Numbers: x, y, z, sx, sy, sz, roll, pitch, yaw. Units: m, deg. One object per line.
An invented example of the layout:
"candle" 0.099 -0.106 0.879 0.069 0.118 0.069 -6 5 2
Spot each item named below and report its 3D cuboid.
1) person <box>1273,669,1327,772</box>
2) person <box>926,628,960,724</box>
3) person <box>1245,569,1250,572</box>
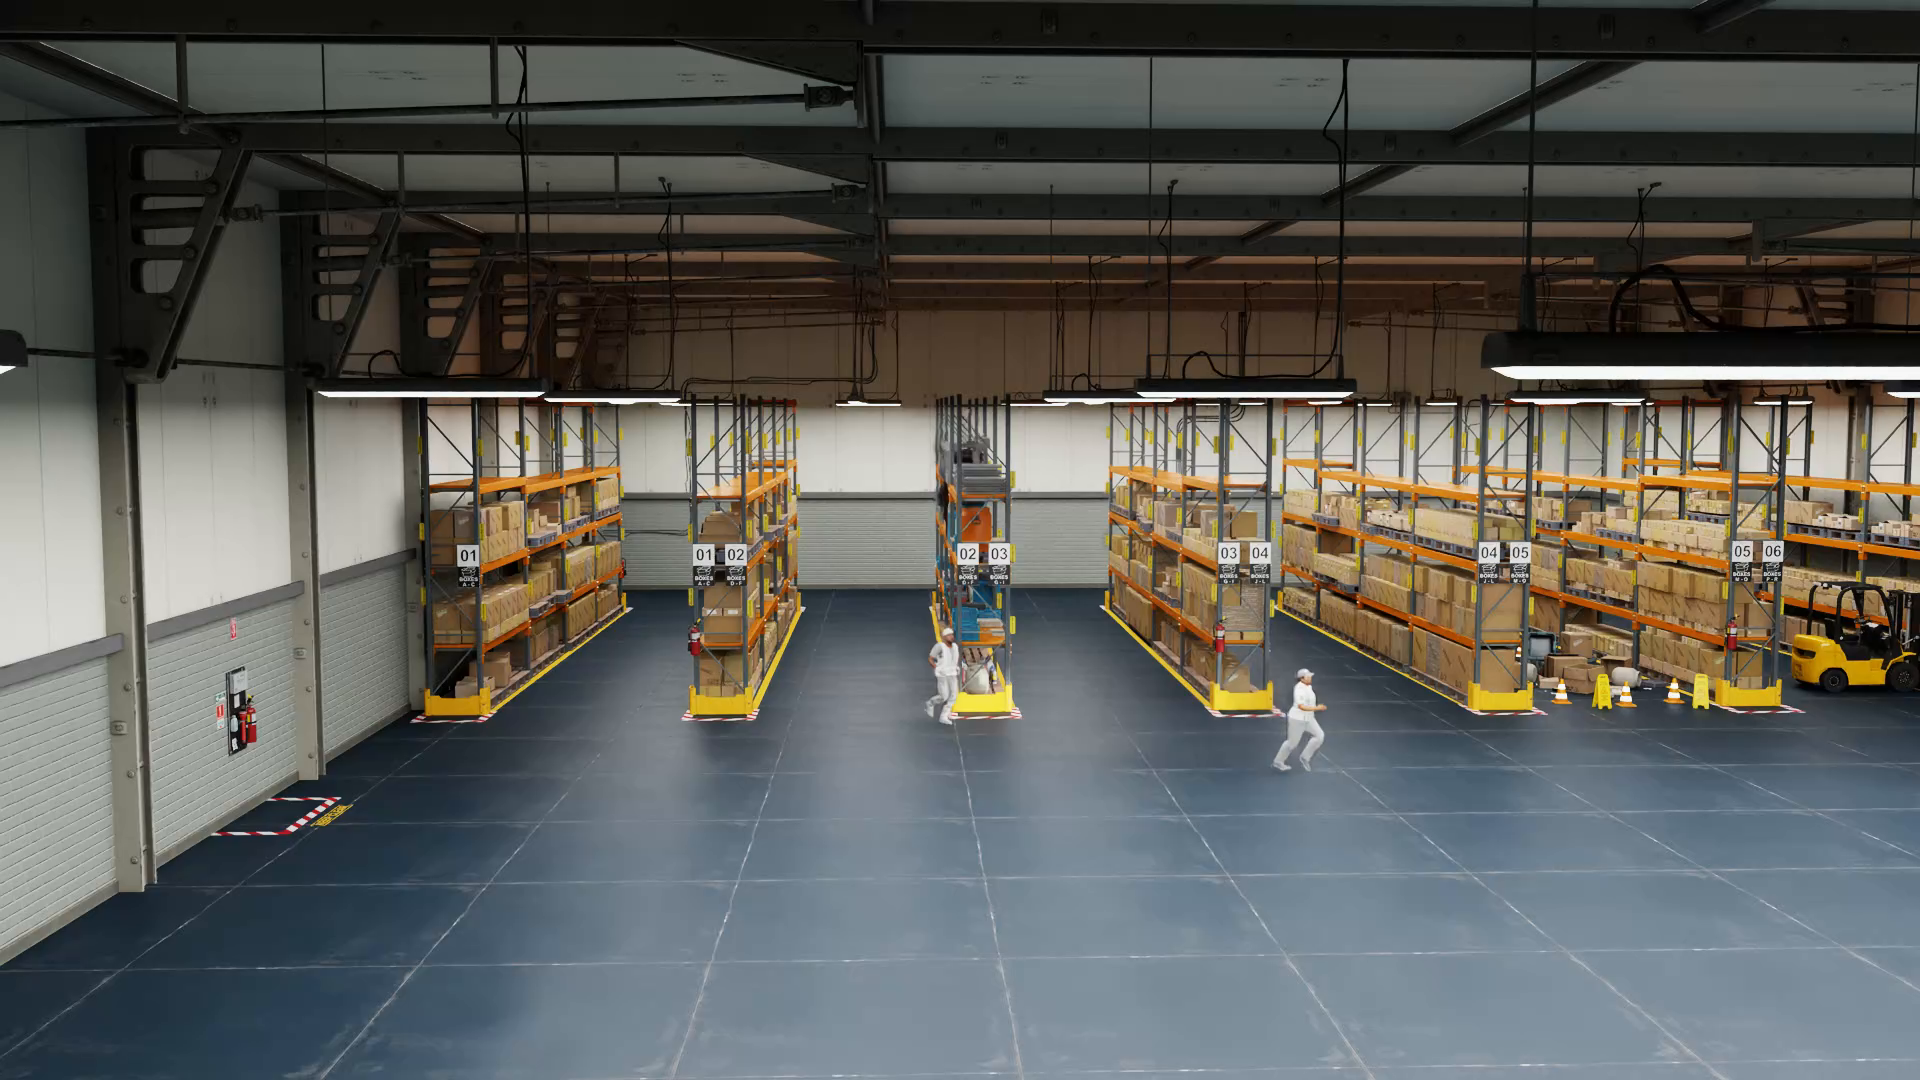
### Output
"person" 5.378 2.836 26.171 0.834 1.655 0.613 3 5 31
"person" -0.271 2.471 30.400 0.707 1.735 0.608 -4 6 -38
"person" 7.939 1.212 46.689 0.645 1.640 0.952 0 5 5
